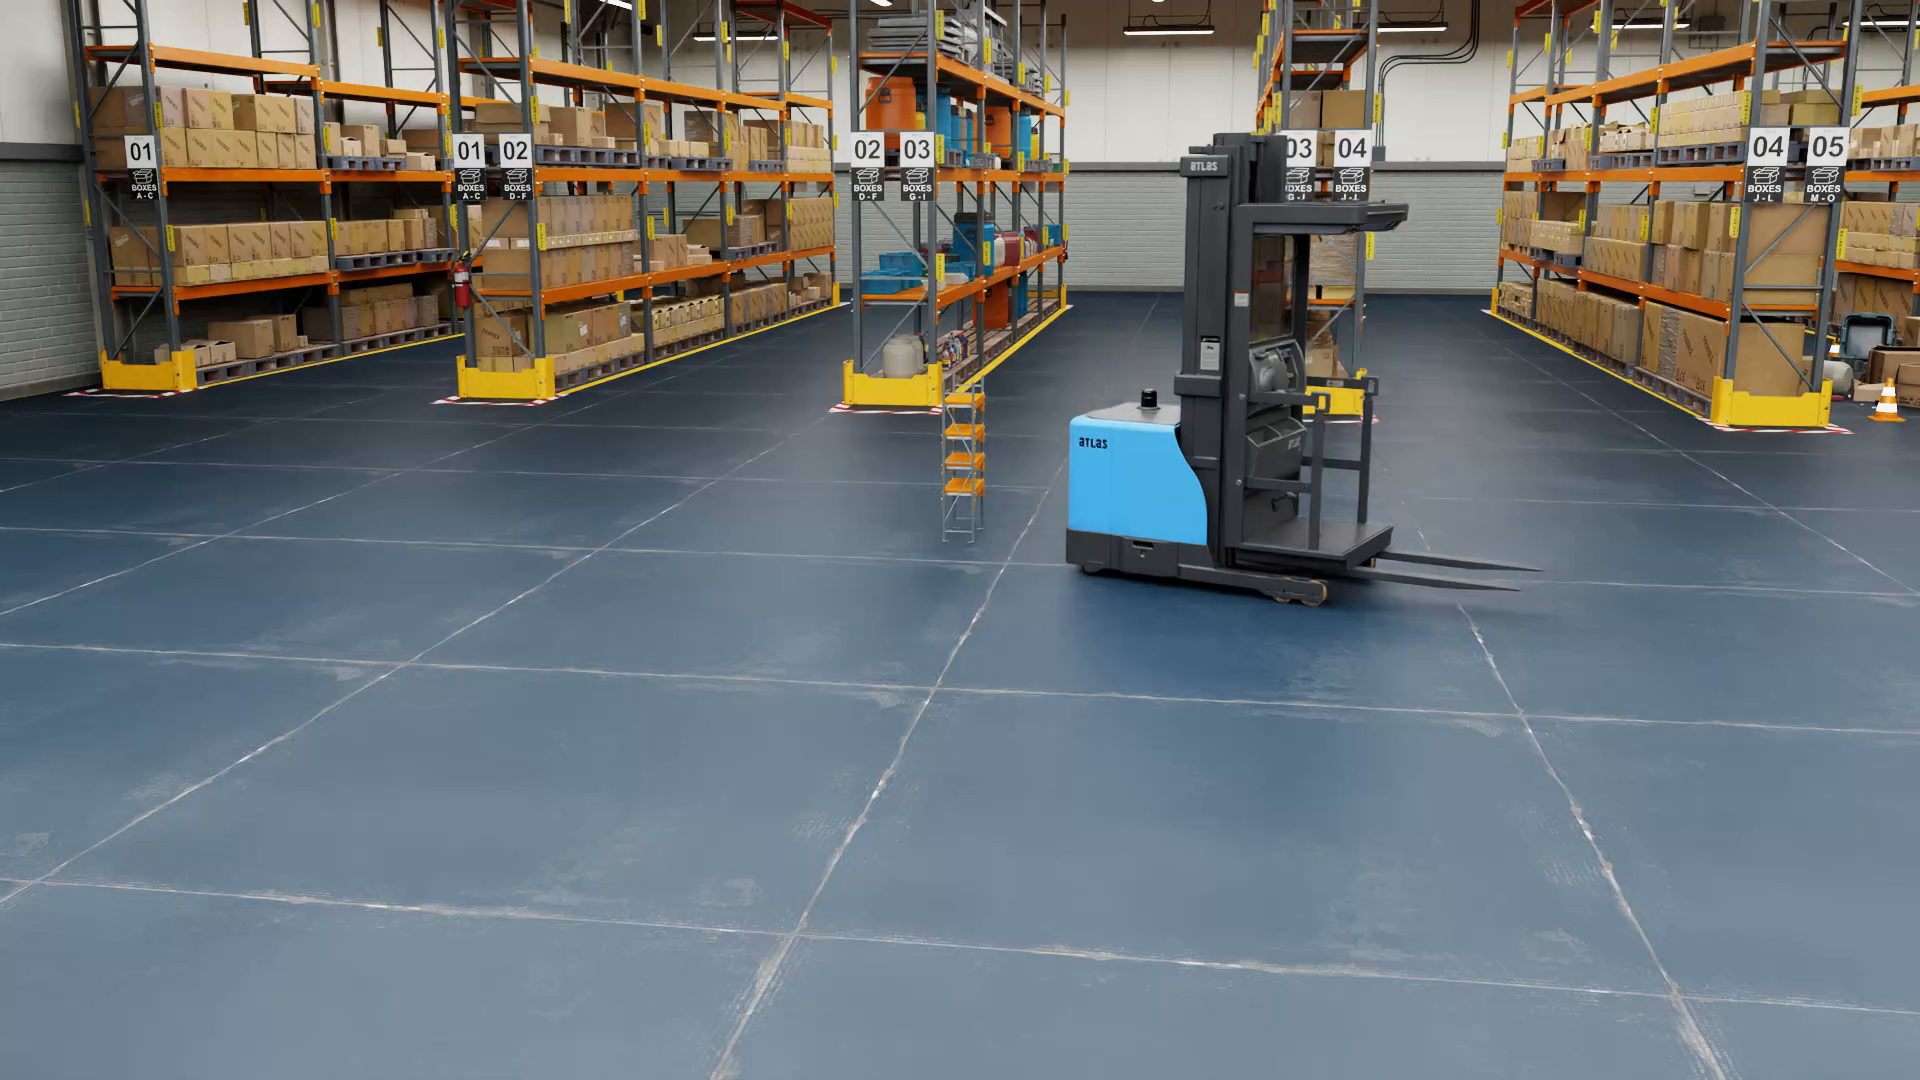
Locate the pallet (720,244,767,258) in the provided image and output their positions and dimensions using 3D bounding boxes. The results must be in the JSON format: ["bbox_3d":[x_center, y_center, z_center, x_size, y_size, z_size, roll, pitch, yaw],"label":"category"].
[{"bbox_3d":[-4.147,-5.248,30.179,1.003,0.211,1.213,2,12,9],"label":"pallet"}]

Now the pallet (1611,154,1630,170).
[{"bbox_3d":[10.016,-5.438,23.937,1.003,0.211,1.213,2,12,11],"label":"pallet"}]

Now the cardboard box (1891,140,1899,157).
[{"bbox_3d":[15.005,-6.198,26.334,0.396,0.266,0.258,2,12,7],"label":"cardboard box"}]

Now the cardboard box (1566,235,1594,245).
[{"bbox_3d":[9.858,-4.779,26.440,0.380,0.149,0.250,2,12,10],"label":"cardboard box"}]

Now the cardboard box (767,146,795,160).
[{"bbox_3d":[-3.506,-7.500,32.223,0.500,0.250,0.500,2,12,9],"label":"cardboard box"}]

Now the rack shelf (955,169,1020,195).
[{"bbox_3d":[0.145,-5.474,25.359,1.077,0.370,4.000,2,12,9],"label":"rack shelf"}]

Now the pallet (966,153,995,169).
[{"bbox_3d":[-0.177,-5.163,22.660,1.213,0.211,1.003,2,12,9],"label":"pallet"}]

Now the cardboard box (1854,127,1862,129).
[{"bbox_3d":[16.052,-7.011,29.316,0.500,0.500,0.500,2,12,10],"label":"cardboard box"}]

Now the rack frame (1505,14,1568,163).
[{"bbox_3d":[11.462,-9.031,33.039,1.000,3.000,0.127,2,12,9],"label":"rack frame"}]

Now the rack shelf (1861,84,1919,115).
[{"bbox_3d":[15.446,-7.096,26.715,1.077,0.370,4.000,2,12,9],"label":"rack shelf"}]

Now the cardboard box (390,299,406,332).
[{"bbox_3d":[-9.638,-3.730,27.570,0.700,0.500,0.500,2,12,8],"label":"cardboard box"}]

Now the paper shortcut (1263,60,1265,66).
[{"bbox_3d":[5.031,-7.908,27.495,0.009,0.170,0.078,12,-17,6],"label":"paper shortcut"}]

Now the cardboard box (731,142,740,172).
[{"bbox_3d":[-4.329,-6.650,28.872,0.910,0.500,0.500,2,12,9],"label":"cardboard box"}]

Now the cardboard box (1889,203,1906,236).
[{"bbox_3d":[15.030,-5.055,26.217,0.500,0.500,0.500,2,12,10],"label":"cardboard box"}]

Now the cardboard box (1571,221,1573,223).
[{"bbox_3d":[10.978,-5.549,29.310,0.380,0.149,0.250,2,12,11],"label":"cardboard box"}]

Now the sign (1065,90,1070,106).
[{"bbox_3d":[2.229,-9.201,34.594,0.100,0.325,0.005,2,12,9],"label":"sign"}]

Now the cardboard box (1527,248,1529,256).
[{"bbox_3d":[10.592,-5.267,30.410,0.380,0.149,0.250,2,12,7],"label":"cardboard box"}]

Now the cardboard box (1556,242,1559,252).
[{"bbox_3d":[9.975,-4.790,27.200,0.380,0.149,0.250,2,12,8],"label":"cardboard box"}]

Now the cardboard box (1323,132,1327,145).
[{"bbox_3d":[4.439,-4.695,19.447,0.380,0.149,0.250,2,12,8],"label":"cardboard box"}]

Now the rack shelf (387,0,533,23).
[{"bbox_3d":[-9.029,-9.718,30.047,1.077,0.370,4.000,2,12,9],"label":"rack shelf"}]

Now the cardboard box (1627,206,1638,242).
[{"bbox_3d":[9.842,-4.454,23.430,0.700,0.500,0.500,2,12,9],"label":"cardboard box"}]

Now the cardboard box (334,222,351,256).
[{"bbox_3d":[-9.840,-4.632,25.587,0.700,0.500,0.500,2,12,9],"label":"cardboard box"}]

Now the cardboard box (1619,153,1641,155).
[{"bbox_3d":[10.583,-6.059,26.129,0.500,0.500,0.500,2,12,9],"label":"cardboard box"}]

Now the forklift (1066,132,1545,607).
[{"bbox_3d":[2.258,-1.138,10.818,3.031,2.935,1.130,7,14,30],"label":"forklift"}]

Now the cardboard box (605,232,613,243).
[{"bbox_3d":[-5.045,-4.195,23.060,0.380,0.149,0.250,2,12,8],"label":"cardboard box"}]

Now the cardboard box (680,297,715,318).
[{"bbox_3d":[-4.352,-3.846,27.420,0.500,0.311,0.500,2,12,8],"label":"cardboard box"}]

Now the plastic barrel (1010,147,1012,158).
[{"bbox_3d":[0.843,-6.584,28.177,0.294,0.245,0.294,0,12,0],"label":"plastic barrel"}]

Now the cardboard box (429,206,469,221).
[{"bbox_3d":[-9.008,-5.759,29.326,0.500,0.250,0.500,2,12,10],"label":"cardboard box"}]

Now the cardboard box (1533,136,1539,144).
[{"bbox_3d":[10.652,-7.280,30.255,0.380,0.149,0.250,2,12,9],"label":"cardboard box"}]

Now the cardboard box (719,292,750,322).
[{"bbox_3d":[-4.014,-4.124,29.400,0.500,0.500,0.500,1,12,7],"label":"cardboard box"}]

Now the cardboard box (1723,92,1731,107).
[{"bbox_3d":[8.797,-4.942,18.653,0.380,0.149,0.250,2,12,10],"label":"cardboard box"}]

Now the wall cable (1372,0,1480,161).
[{"bbox_3d":[10.852,-11.851,38.487,2.277,5.999,0.120,2,12,9],"label":"wall cable"}]

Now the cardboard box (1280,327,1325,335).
[{"bbox_3d":[4.550,-2.564,22.208,0.500,0.500,0.500,6,14,27],"label":"cardboard box"}]

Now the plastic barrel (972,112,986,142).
[{"bbox_3d":[0.112,-6.323,26.402,0.600,0.901,0.600,0,12,0],"label":"plastic barrel"}]

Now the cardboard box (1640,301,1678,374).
[{"bbox_3d":[9.451,-2.638,21.662,0.875,0.875,0.875,2,12,10],"label":"cardboard box"}]

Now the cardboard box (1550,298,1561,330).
[{"bbox_3d":[10.224,-3.780,27.852,0.500,0.500,0.500,1,12,6],"label":"cardboard box"}]

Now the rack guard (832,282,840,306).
[{"bbox_3d":[-3.223,-5.364,36.197,1.175,0.500,0.348,2,12,9],"label":"rack guard"}]

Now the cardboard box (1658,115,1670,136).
[{"bbox_3d":[9.265,-5.300,21.263,0.500,0.250,0.500,2,12,9],"label":"cardboard box"}]

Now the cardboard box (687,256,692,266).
[{"bbox_3d":[-4.582,-4.546,27.066,0.380,0.149,0.250,3,12,13],"label":"cardboard box"}]

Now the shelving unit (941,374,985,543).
[{"bbox_3d":[0.025,-0.621,12.527,0.258,1.200,0.503,2,12,9],"label":"shelving unit"}]

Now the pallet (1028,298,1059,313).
[{"bbox_3d":[1.518,-4.907,34.762,1.003,0.211,1.213,2,12,9],"label":"pallet"}]

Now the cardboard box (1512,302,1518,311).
[{"bbox_3d":[10.841,-4.489,31.973,0.380,0.149,0.250,2,12,9],"label":"cardboard box"}]

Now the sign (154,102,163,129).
[{"bbox_3d":[-10.031,-5.307,20.804,0.100,0.325,0.005,2,12,9],"label":"sign"}]

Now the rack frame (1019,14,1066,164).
[{"bbox_3d":[1.683,-9.373,34.627,1.000,3.000,0.127,2,12,9],"label":"rack frame"}]

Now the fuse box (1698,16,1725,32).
[{"bbox_3d":[16.959,-11.633,37.517,0.513,0.334,0.176,2,12,9],"label":"fuse box"}]

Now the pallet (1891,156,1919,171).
[{"bbox_3d":[15.185,-5.803,25.631,1.213,0.211,1.003,2,12,11],"label":"pallet"}]

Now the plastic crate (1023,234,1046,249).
[{"bbox_3d":[1.485,-5.891,32.849,0.437,0.282,0.530,2,12,9],"label":"plastic crate"}]

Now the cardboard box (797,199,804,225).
[{"bbox_3d":[-3.397,-6.503,32.939,0.500,0.500,0.500,1,12,7],"label":"cardboard box"}]

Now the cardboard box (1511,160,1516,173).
[{"bbox_3d":[11.055,-7.297,32.468,0.500,0.250,0.500,2,12,10],"label":"cardboard box"}]

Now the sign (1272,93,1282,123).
[{"bbox_3d":[3.571,-4.871,18.753,0.100,0.325,0.005,2,12,9],"label":"sign"}]

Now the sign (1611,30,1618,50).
[{"bbox_3d":[11.396,-8.716,28.982,0.100,0.325,0.005,2,12,9],"label":"sign"}]

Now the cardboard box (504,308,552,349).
[{"bbox_3d":[-5.744,-2.829,22.250,0.500,0.500,0.500,2,12,9],"label":"cardboard box"}]

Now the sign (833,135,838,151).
[{"bbox_3d":[-2.666,-8.479,35.495,0.100,0.325,0.005,2,12,9],"label":"sign"}]

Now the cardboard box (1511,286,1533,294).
[{"bbox_3d":[10.863,-4.828,32.135,0.380,0.149,0.250,2,12,10],"label":"cardboard box"}]
